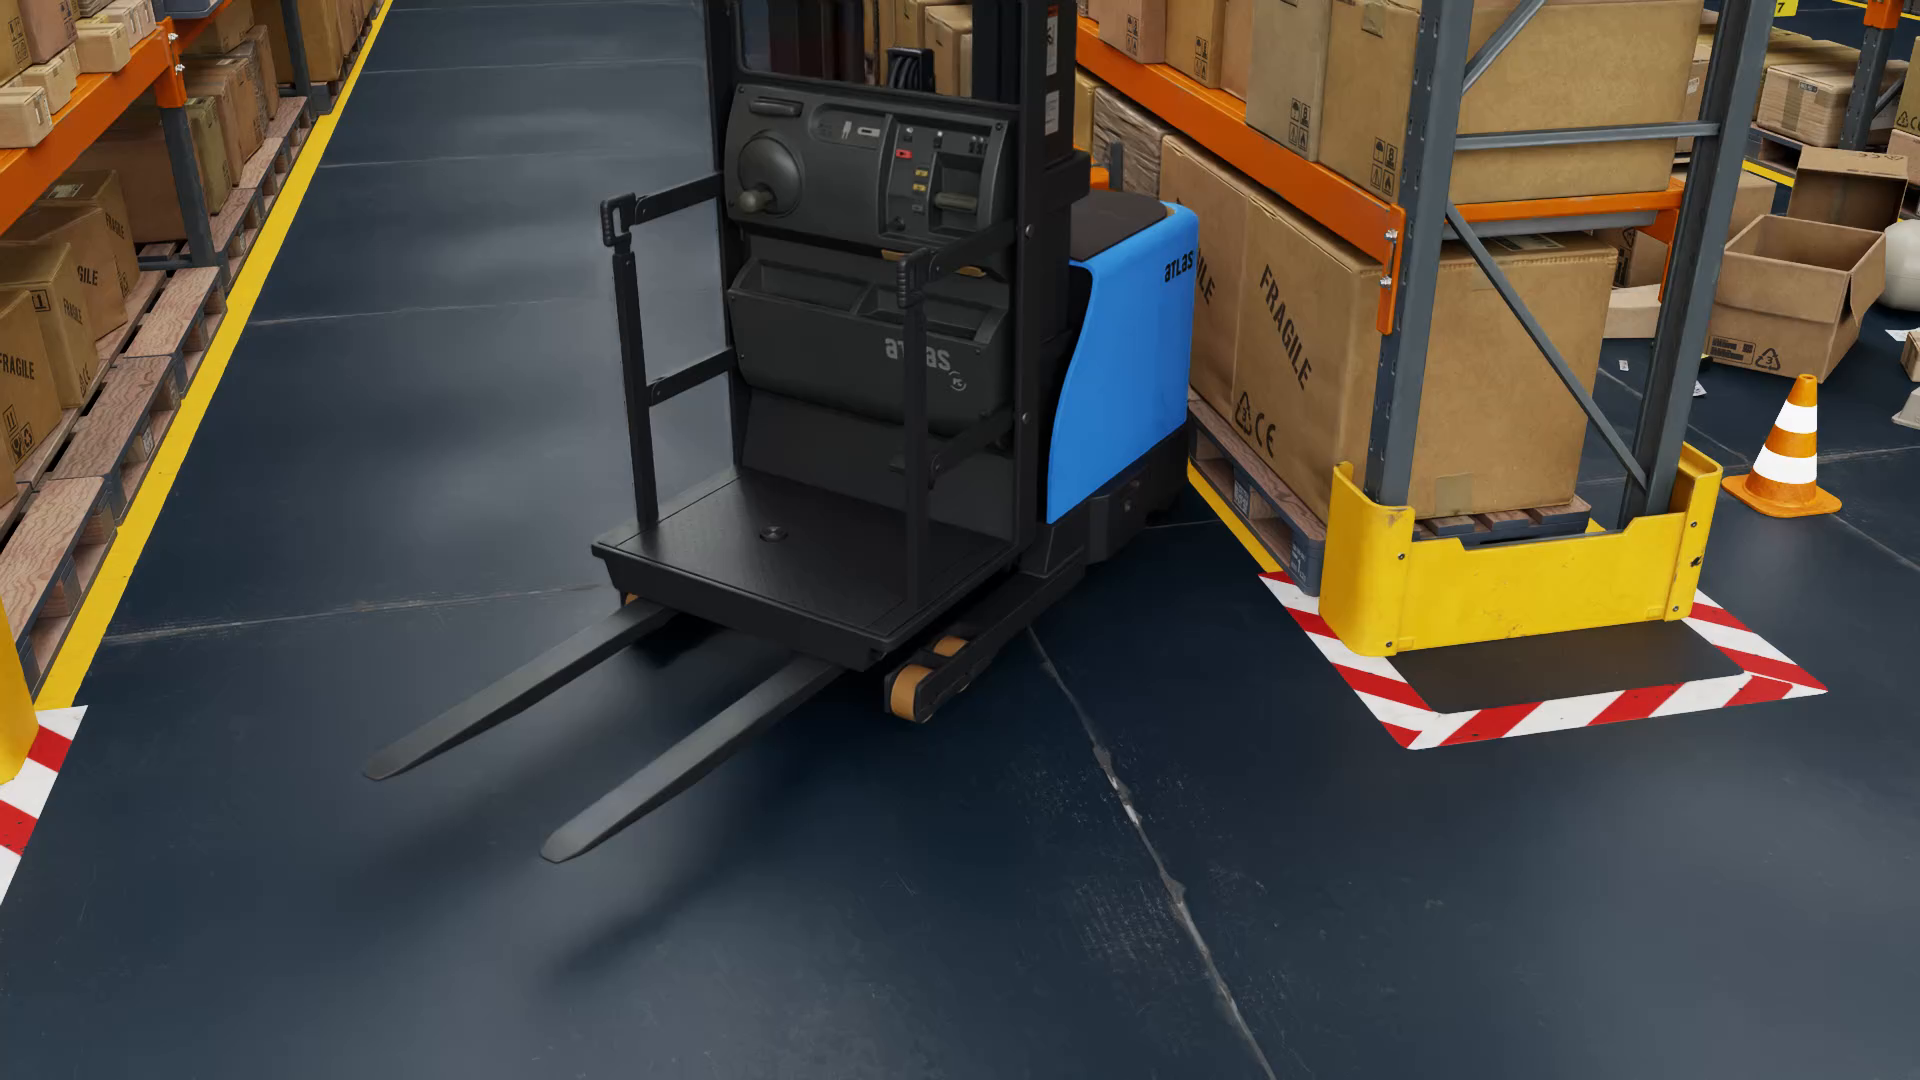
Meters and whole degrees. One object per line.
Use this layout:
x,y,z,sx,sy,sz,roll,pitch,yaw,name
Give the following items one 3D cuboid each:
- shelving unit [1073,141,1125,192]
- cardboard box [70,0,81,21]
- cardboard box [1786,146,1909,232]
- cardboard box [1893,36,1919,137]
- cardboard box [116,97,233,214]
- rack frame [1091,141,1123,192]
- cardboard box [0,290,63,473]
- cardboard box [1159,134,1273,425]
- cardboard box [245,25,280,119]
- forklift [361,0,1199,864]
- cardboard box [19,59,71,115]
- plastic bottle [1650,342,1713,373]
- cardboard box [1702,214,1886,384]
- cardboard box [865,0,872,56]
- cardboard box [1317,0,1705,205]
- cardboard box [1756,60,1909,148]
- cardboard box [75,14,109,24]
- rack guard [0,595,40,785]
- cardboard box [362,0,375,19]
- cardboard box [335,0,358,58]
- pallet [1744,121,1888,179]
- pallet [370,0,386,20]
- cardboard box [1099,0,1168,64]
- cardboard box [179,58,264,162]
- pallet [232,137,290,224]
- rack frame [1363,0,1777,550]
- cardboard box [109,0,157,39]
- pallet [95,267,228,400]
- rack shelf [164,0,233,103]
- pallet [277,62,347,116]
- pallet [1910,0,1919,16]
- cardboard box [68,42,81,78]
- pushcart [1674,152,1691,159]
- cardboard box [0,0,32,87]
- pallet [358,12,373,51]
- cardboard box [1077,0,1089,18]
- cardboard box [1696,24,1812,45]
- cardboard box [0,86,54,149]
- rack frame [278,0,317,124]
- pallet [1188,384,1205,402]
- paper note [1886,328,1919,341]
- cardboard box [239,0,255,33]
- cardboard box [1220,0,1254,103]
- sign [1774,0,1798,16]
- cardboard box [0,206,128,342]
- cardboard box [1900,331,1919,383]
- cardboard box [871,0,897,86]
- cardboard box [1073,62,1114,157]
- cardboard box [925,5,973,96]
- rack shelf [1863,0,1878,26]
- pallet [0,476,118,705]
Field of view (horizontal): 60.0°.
0.256,-1.162,6.789,0.538,1.125,1.048,-7,28,-11,shelving unit
-3.908,-2.170,6.280,0.875,0.500,0.500,-6,27,-12,cardboard box
4.544,-1.703,8.566,0.500,0.500,0.500,13,30,24,cardboard box
5.498,-2.434,8.997,0.500,0.500,0.500,-5,27,-9,cardboard box
-4.234,-1.983,8.636,0.700,0.500,0.500,-6,27,-12,cardboard box
0.368,-0.939,6.347,0.500,1.125,0.032,-7,28,-11,rack frame
-3.541,-0.547,5.812,0.500,0.500,0.500,-3,27,-7,cardboard box
1.312,-1.039,6.371,0.875,0.875,0.875,-6,27,-12,cardboard box
-4.758,-2.964,10.579,0.700,0.500,0.500,-7,28,-14,cardboard box
-0.392,-1.029,4.537,1.130,2.935,3.031,16,31,29,forklift
-3.369,-1.583,5.836,0.380,0.149,0.250,-6,27,-12,cardboard box
3.130,-0.805,7.278,0.133,0.061,0.283,-16,31,-29,plastic bottle
3.667,-1.070,7.311,0.637,0.503,0.797,19,32,32,cardboard box
-0.477,-3.969,12.592,0.500,0.500,0.500,-6,27,-12,cardboard box
1.602,-1.348,4.926,0.875,0.550,0.550,-6,27,-12,cardboard box
5.507,-2.670,10.162,0.950,0.372,0.625,-6,27,-11,cardboard box
-3.647,-2.016,6.695,0.380,0.149,0.250,-6,27,-12,cardboard box
-3.143,0.419,4.365,1.175,0.500,0.348,-6,27,-12,rack guard
-5.666,-4.892,14.005,1.225,0.875,0.875,-6,27,-11,cardboard box
-5.257,-4.112,12.459,1.225,0.875,0.875,-6,27,-11,cardboard box
5.451,-2.523,10.514,1.003,0.211,1.213,-6,27,-12,pallet
-5.925,-5.029,15.479,1.003,0.211,1.213,-6,27,-12,pallet
1.076,-2.297,6.806,0.875,0.550,0.550,-6,27,-12,cardboard box
-4.486,-2.474,9.608,0.700,0.500,0.500,-4,27,-7,cardboard box
-4.483,-2.053,9.583,1.003,0.211,1.213,-6,27,-12,pallet
1.729,-1.123,4.646,1.000,3.000,0.127,-6,27,-12,rack frame
-3.692,-2.243,7.144,0.380,0.149,0.250,-6,27,-12,cardboard box
-3.841,-0.884,7.266,1.003,0.211,1.213,-6,27,-12,pallet
-4.478,-2.977,9.117,1.077,0.370,4.000,-6,27,-12,rack shelf
-5.033,-3.285,12.023,1.003,0.211,1.213,-6,27,-12,pallet
9.430,-4.774,14.975,1.003,0.211,1.213,-6,27,-12,pallet
-3.555,-1.795,6.256,0.380,0.149,0.250,-6,27,-12,cardboard box
3.418,-2.002,9.297,1.648,0.377,0.936,-16,31,-29,pushcart
-3.624,-1.737,5.422,0.875,0.500,0.500,-6,27,-12,cardboard box
-5.583,-4.356,14.146,1.003,0.211,1.213,-6,27,-12,pallet
0.923,-2.785,7.773,0.875,0.550,0.550,-6,27,-12,cardboard box
5.183,-3.291,11.391,0.950,0.372,0.625,-5,27,-10,cardboard box
-3.201,-1.369,5.413,0.380,0.149,0.250,-6,27,-12,cardboard box
-4.929,-4.176,10.694,1.000,3.000,0.127,-6,27,-12,rack frame
1.202,-0.756,7.013,1.003,0.211,1.213,-6,27,-12,pallet
4.332,-0.940,7.592,0.148,0.019,0.142,3,27,6,paper note
-4.748,-3.300,10.413,0.500,0.250,0.500,-5,27,-9,cardboard box
1.453,-1.846,5.912,0.875,0.550,0.550,-6,27,-12,cardboard box
2.271,-1.599,4.539,0.100,0.325,0.005,-6,27,-12,sign
-3.840,-1.061,6.831,0.500,0.500,0.500,2,27,5,cardboard box
4.266,-0.767,7.105,0.380,0.149,0.250,8,28,15,cardboard box
-0.024,-3.542,11.469,1.050,0.750,0.750,-6,27,-12,cardboard box
0.901,-1.835,7.948,0.875,0.875,0.875,-6,27,-11,cardboard box
0.387,-2.749,9.899,1.050,0.750,0.750,-6,27,-12,cardboard box
5.177,-3.983,11.110,1.077,0.370,4.000,-6,27,-12,rack shelf
-3.292,0.188,5.144,1.003,0.211,1.213,-6,27,-12,pallet
